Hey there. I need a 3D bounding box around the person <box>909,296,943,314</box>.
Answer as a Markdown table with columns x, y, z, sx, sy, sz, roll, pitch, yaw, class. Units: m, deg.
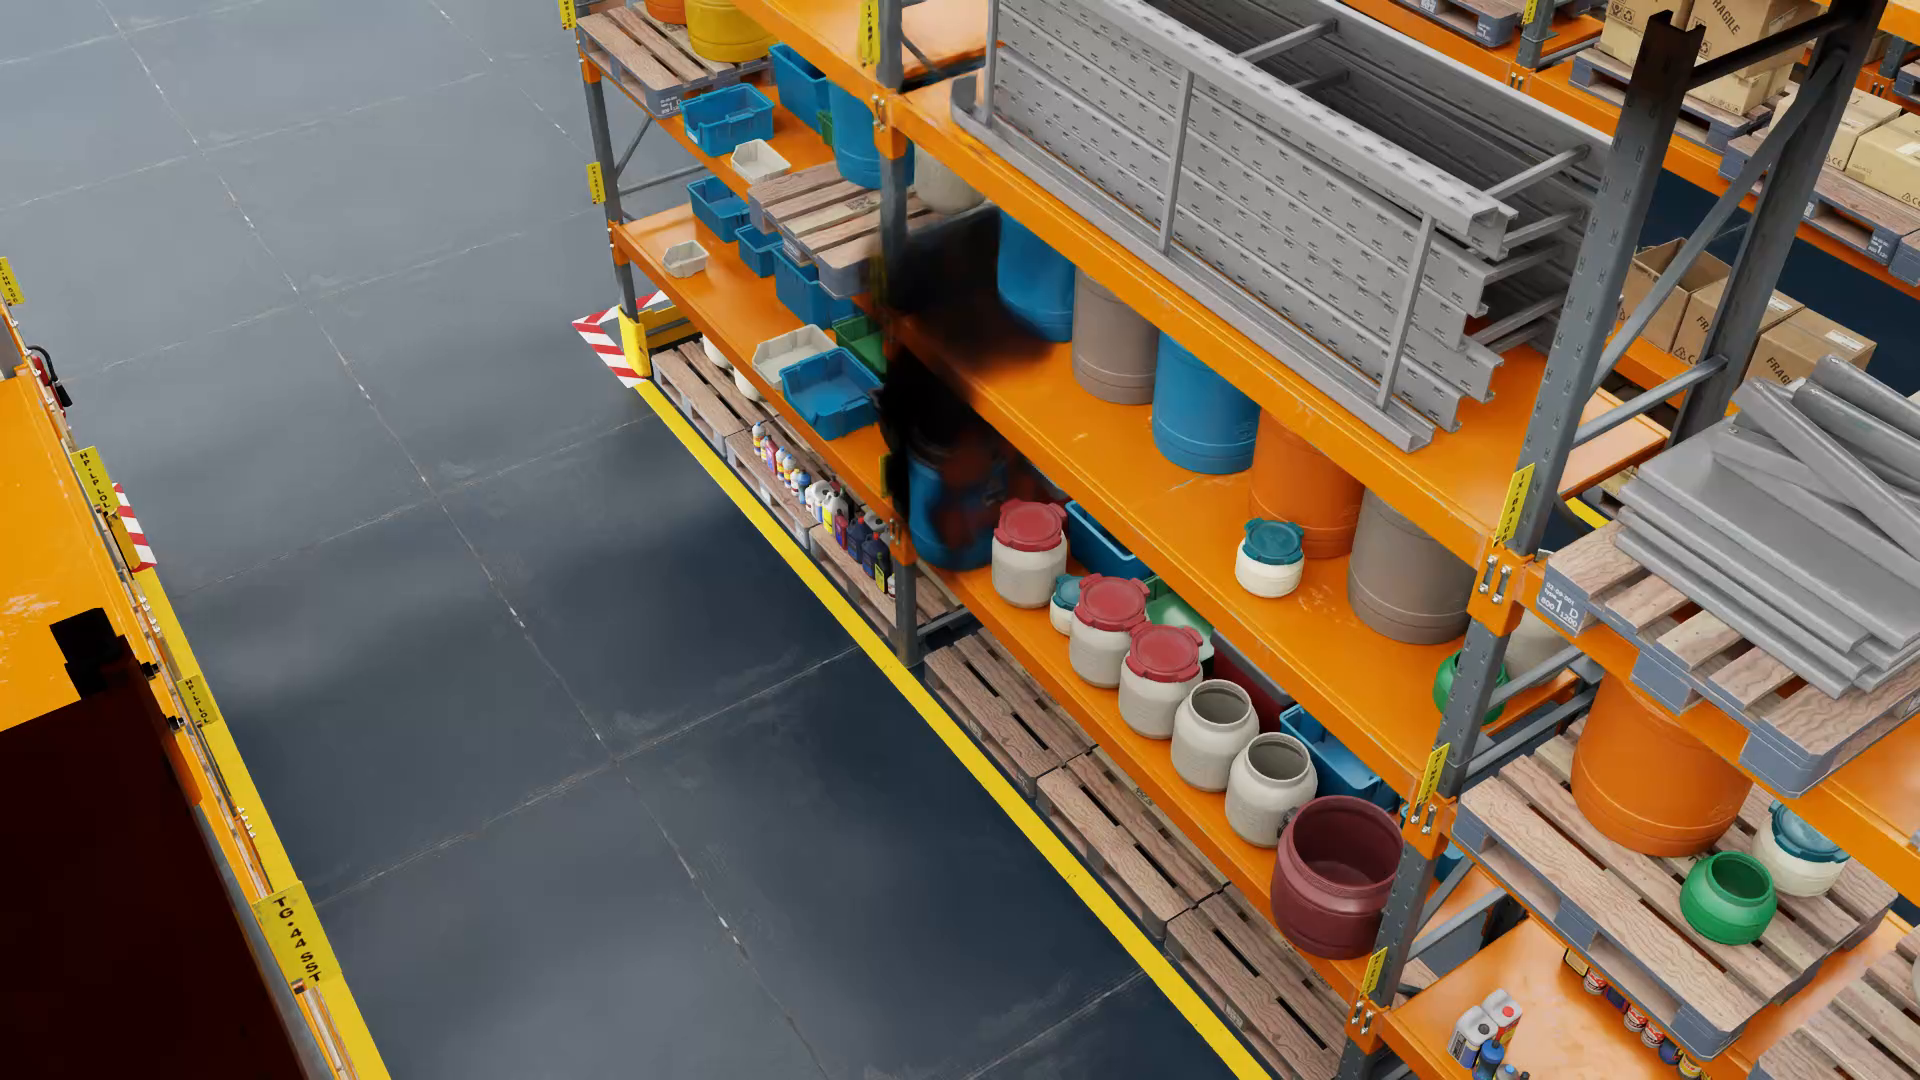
| x | y | z | sx | sy | sz | roll | pitch | yaw | class |
| --- | --- | --- | --- | --- | --- | --- | --- | --- | --- |
| -0.365 | -2.284 | 12.554 | 0.647 | 1.803 | 0.605 | -32 | 51 | -30 | person |
